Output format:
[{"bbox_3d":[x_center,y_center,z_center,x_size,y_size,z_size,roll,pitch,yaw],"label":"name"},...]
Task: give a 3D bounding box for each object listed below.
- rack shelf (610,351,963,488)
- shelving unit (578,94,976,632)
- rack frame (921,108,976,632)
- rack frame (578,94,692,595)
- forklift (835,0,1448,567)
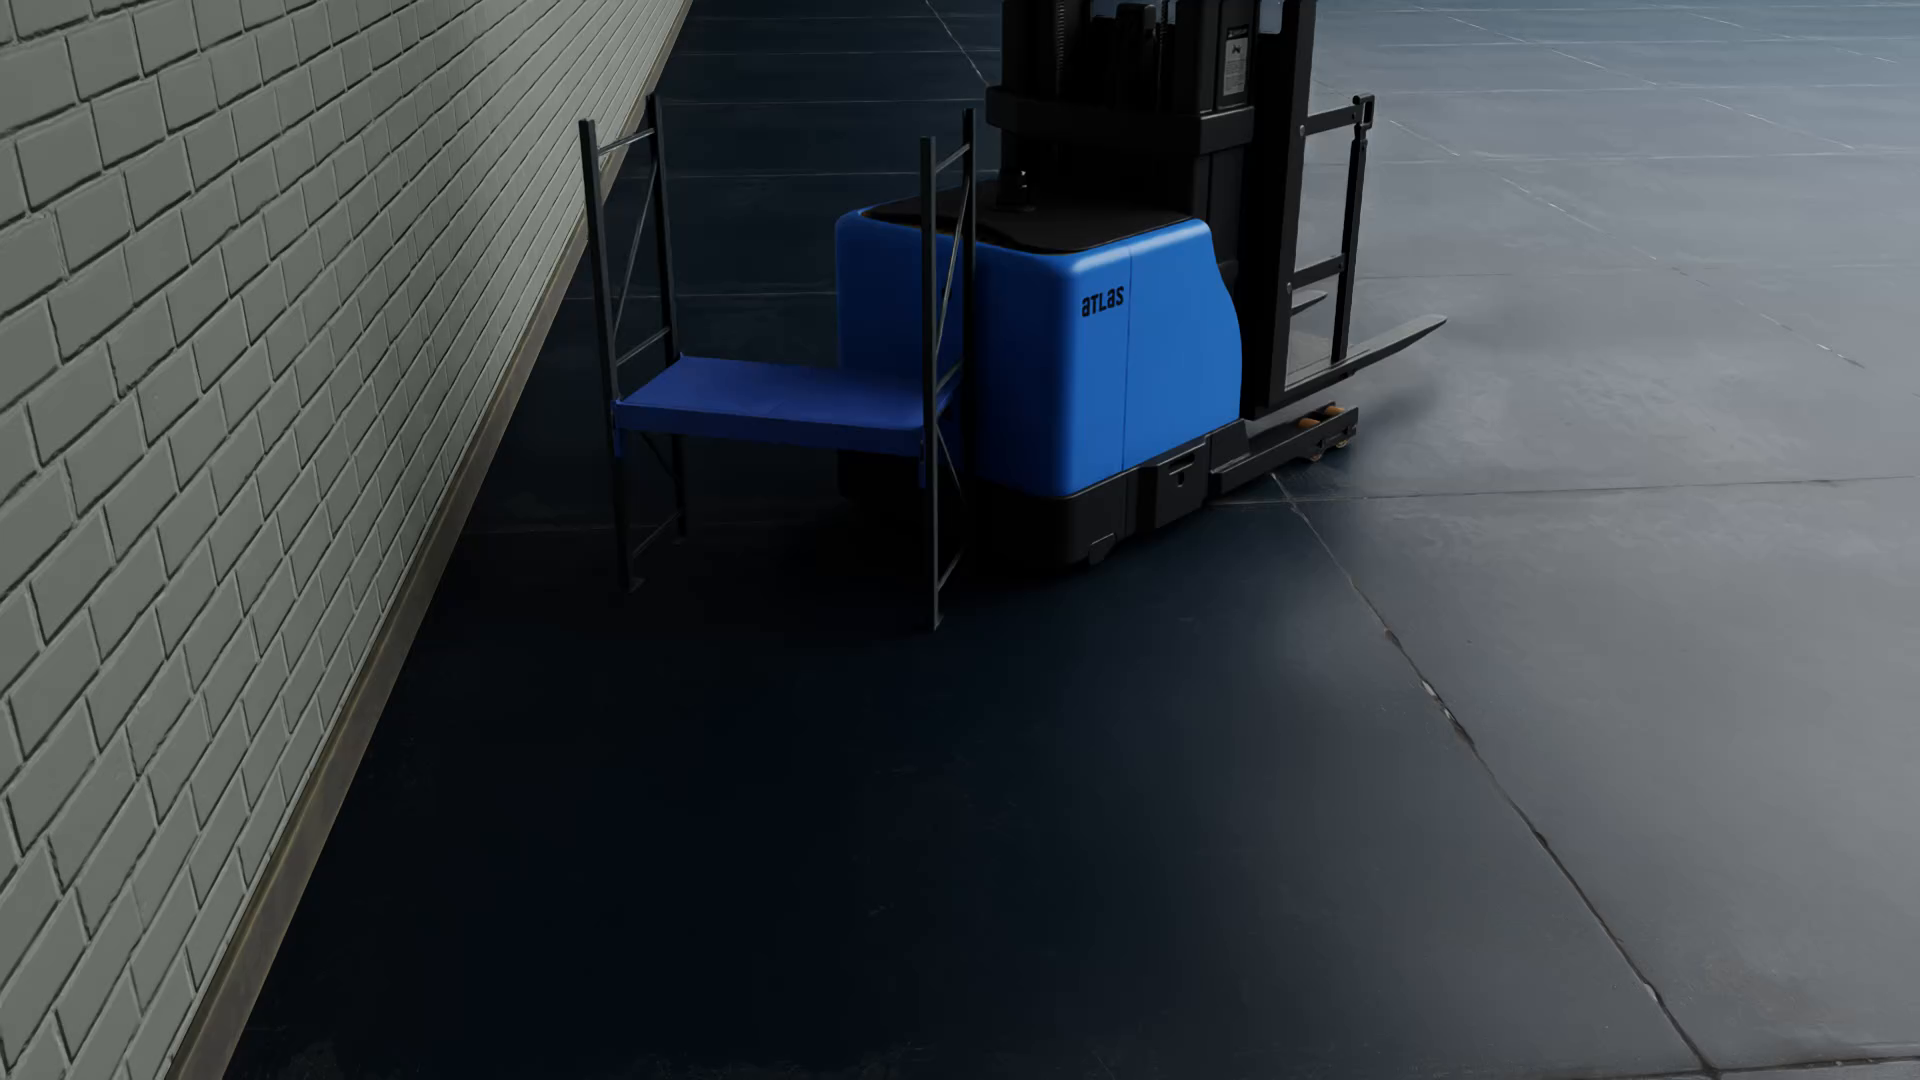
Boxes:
[{"bbox_3d":[-0.521,-0.391,5.226,1.000,0.185,0.538,6,25,13],"label":"rack shelf"},{"bbox_3d":[-0.521,-0.555,5.153,1.048,1.500,0.538,6,25,13],"label":"shelving unit"},{"bbox_3d":[-0.030,-0.503,5.034,0.032,1.500,0.500,6,25,13],"label":"rack frame"},{"bbox_3d":[-1.013,-0.608,5.271,0.032,1.500,0.500,6,25,13],"label":"rack frame"},{"bbox_3d":[0.923,-1.765,6.113,1.130,2.935,3.031,20,31,38],"label":"forklift"}]
